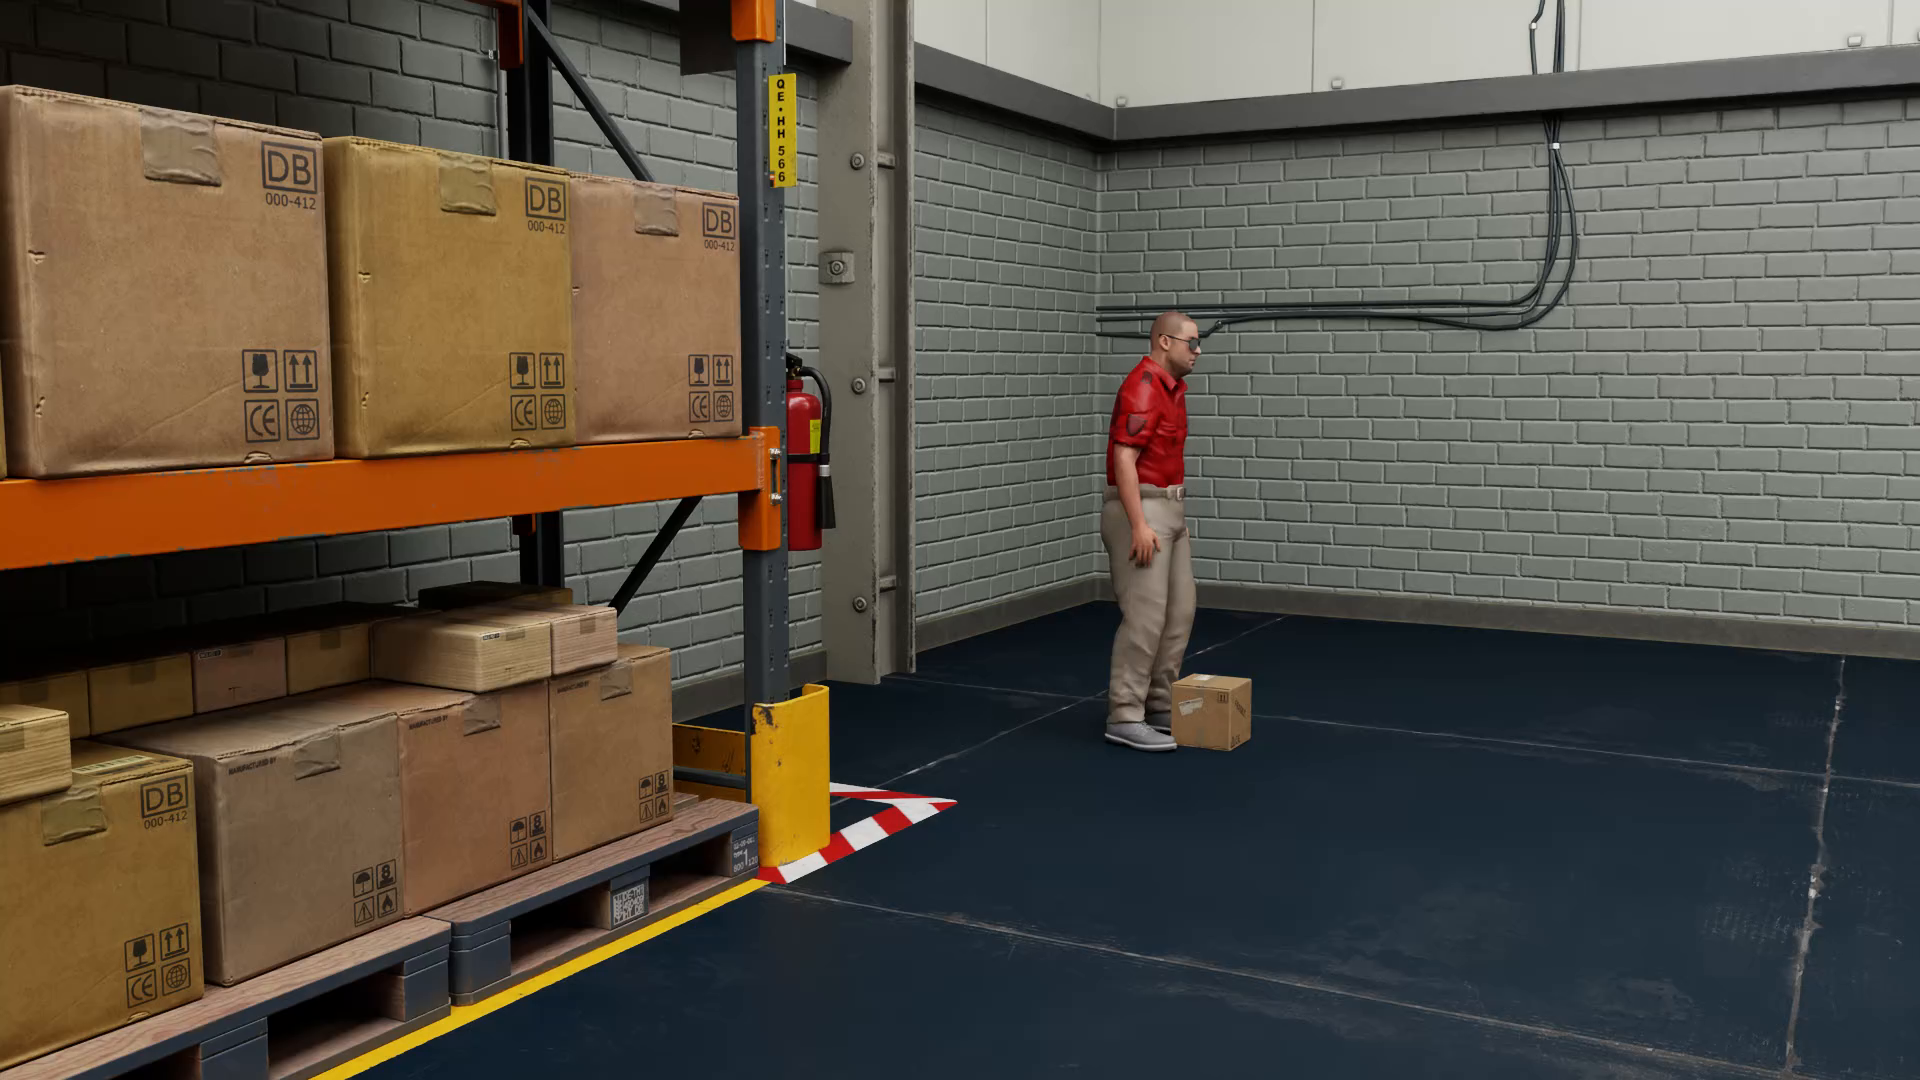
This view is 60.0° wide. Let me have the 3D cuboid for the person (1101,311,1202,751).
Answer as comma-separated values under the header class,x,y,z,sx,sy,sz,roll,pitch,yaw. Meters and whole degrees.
class,x,y,z,sx,sy,sz,roll,pitch,yaw
person,0.807,-0.056,6.736,0.435,1.726,0.606,3,6,25
